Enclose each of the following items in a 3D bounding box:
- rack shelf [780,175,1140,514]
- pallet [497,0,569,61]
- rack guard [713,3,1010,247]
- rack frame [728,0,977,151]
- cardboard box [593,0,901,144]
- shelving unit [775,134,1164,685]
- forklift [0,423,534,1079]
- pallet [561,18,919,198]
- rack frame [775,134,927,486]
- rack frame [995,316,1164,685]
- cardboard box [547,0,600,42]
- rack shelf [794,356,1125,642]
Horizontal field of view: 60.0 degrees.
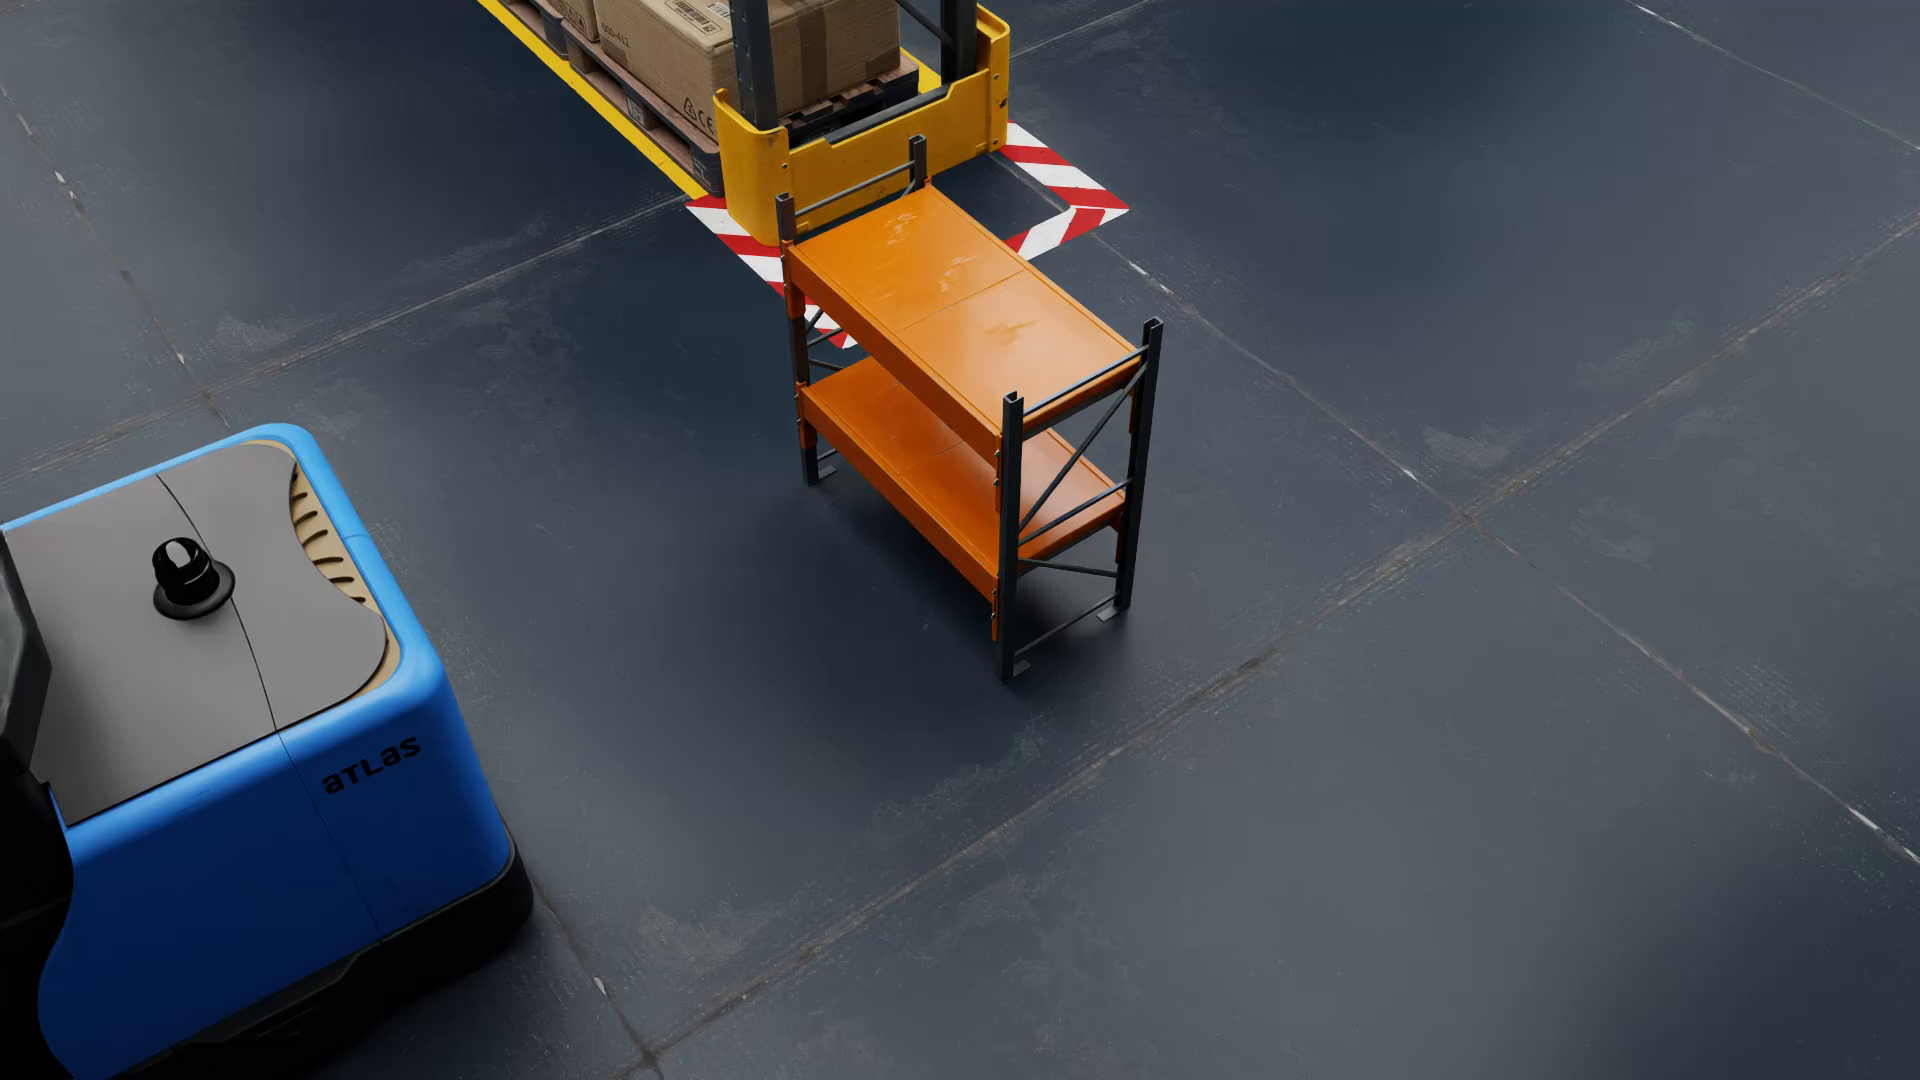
[{"bbox_3d":[0.004,-0.570,4.613,0.538,0.278,1.000,-29,54,-24],"label":"rack shelf"},{"bbox_3d":[-1.648,-2.684,7.541,1.003,0.211,1.213,-29,54,-24],"label":"pallet"},{"bbox_3d":[-0.353,-1.612,6.374,1.175,0.500,0.348,-29,54,-24],"label":"rack guard"},{"bbox_3d":[-0.367,-2.465,5.460,1.000,3.000,0.127,-29,54,-24],"label":"rack frame"},{"bbox_3d":[-0.847,-2.090,6.566,0.875,0.438,0.875,-31,55,-25],"label":"cardboard box"},{"bbox_3d":[0.004,-0.374,4.830,0.538,1.125,1.048,-29,54,-24],"label":"shelving unit"},{"bbox_3d":[-2.615,0.324,2.978,3.031,2.935,1.130,-26,53,-22],"label":"forklift"},{"bbox_3d":[-0.914,-1.965,6.889,1.003,0.211,1.213,-29,54,-24],"label":"pallet"},{"bbox_3d":[-0.304,-0.674,5.101,0.500,1.125,0.032,-29,54,-24],"label":"rack frame"},{"bbox_3d":[0.312,-0.074,4.558,0.500,1.125,0.032,-29,54,-24],"label":"rack frame"},{"bbox_3d":[-1.407,-2.626,7.052,0.875,0.438,0.875,-28,54,-23],"label":"cardboard box"},{"bbox_3d":[0.004,-0.210,5.011,0.538,0.278,1.000,-29,54,-24],"label":"rack shelf"}]
